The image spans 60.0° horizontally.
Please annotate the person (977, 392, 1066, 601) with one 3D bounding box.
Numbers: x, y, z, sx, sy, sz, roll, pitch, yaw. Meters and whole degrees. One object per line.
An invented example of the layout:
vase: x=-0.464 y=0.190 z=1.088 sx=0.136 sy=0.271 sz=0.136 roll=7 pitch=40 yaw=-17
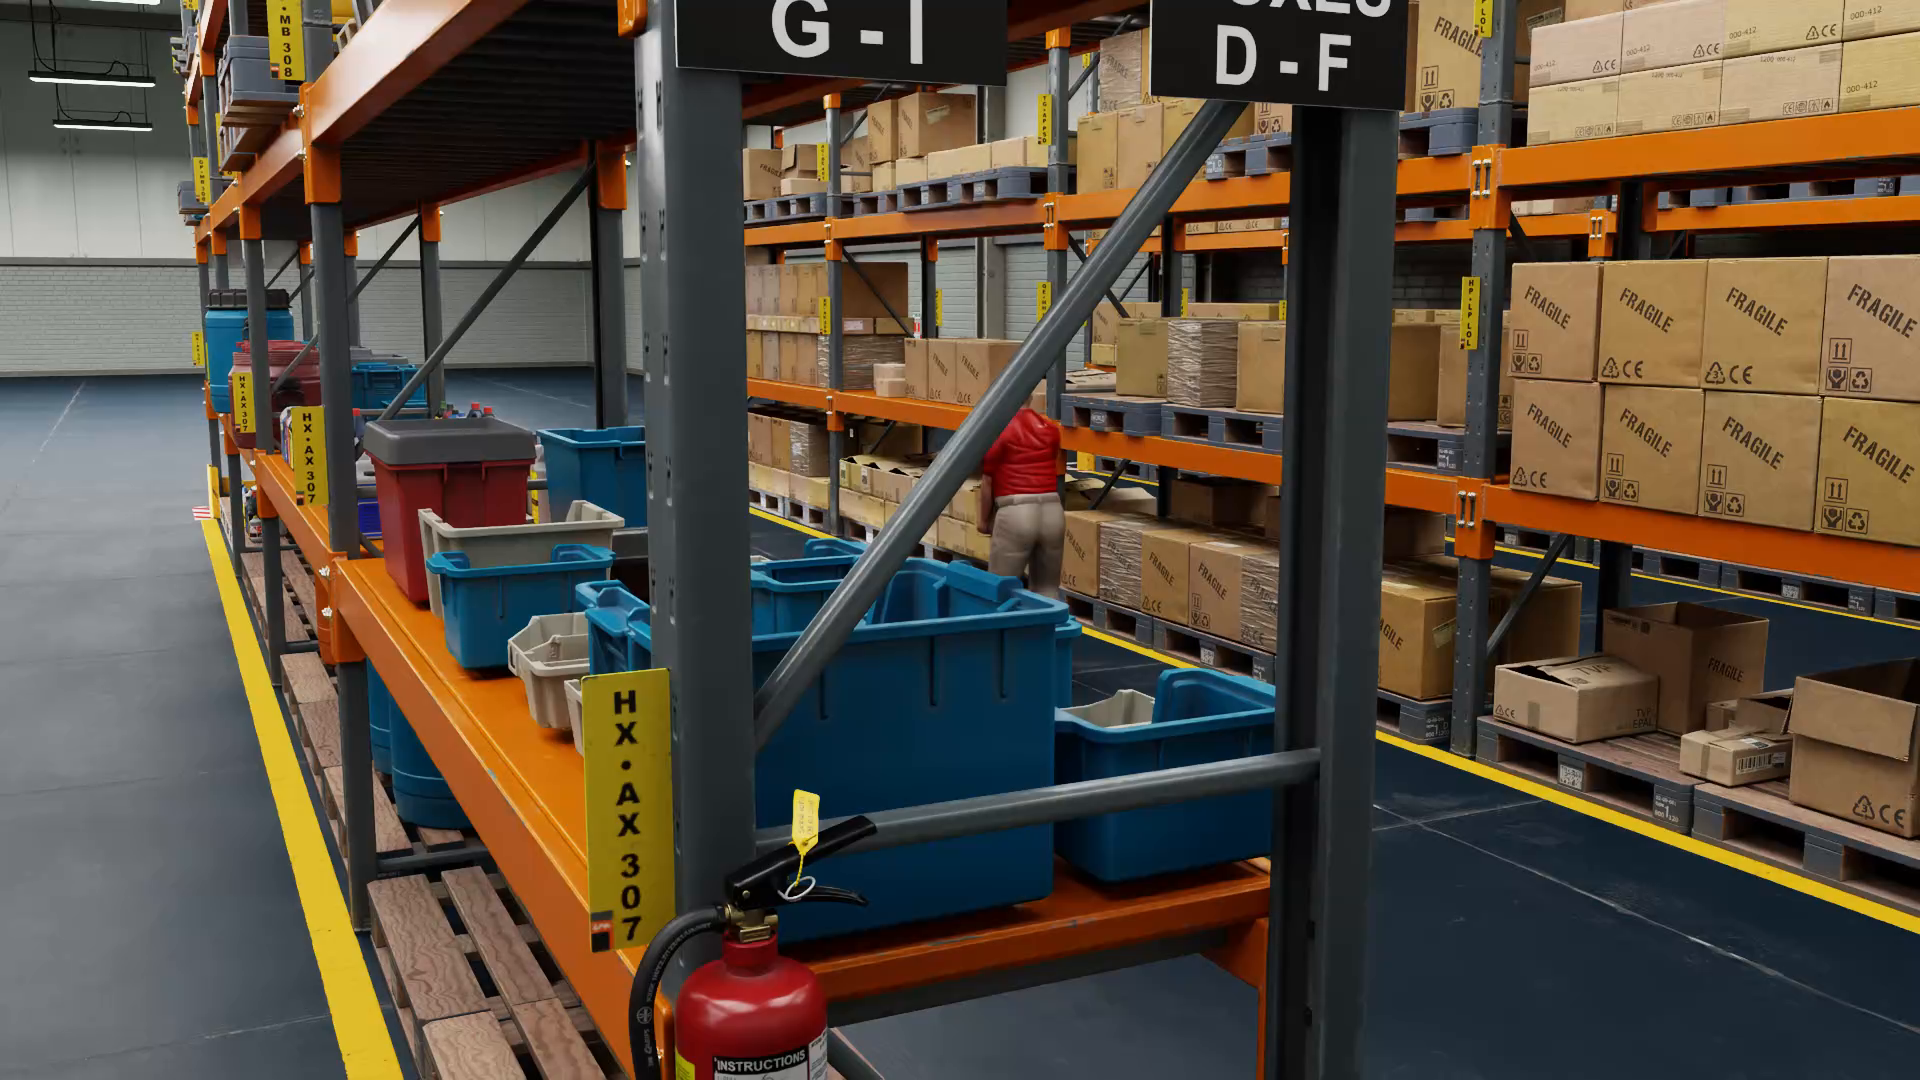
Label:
person: x=0.327 y=-0.083 z=9.515 sx=0.486 sy=1.720 sz=0.564 roll=-4 pitch=9 yaw=-26
